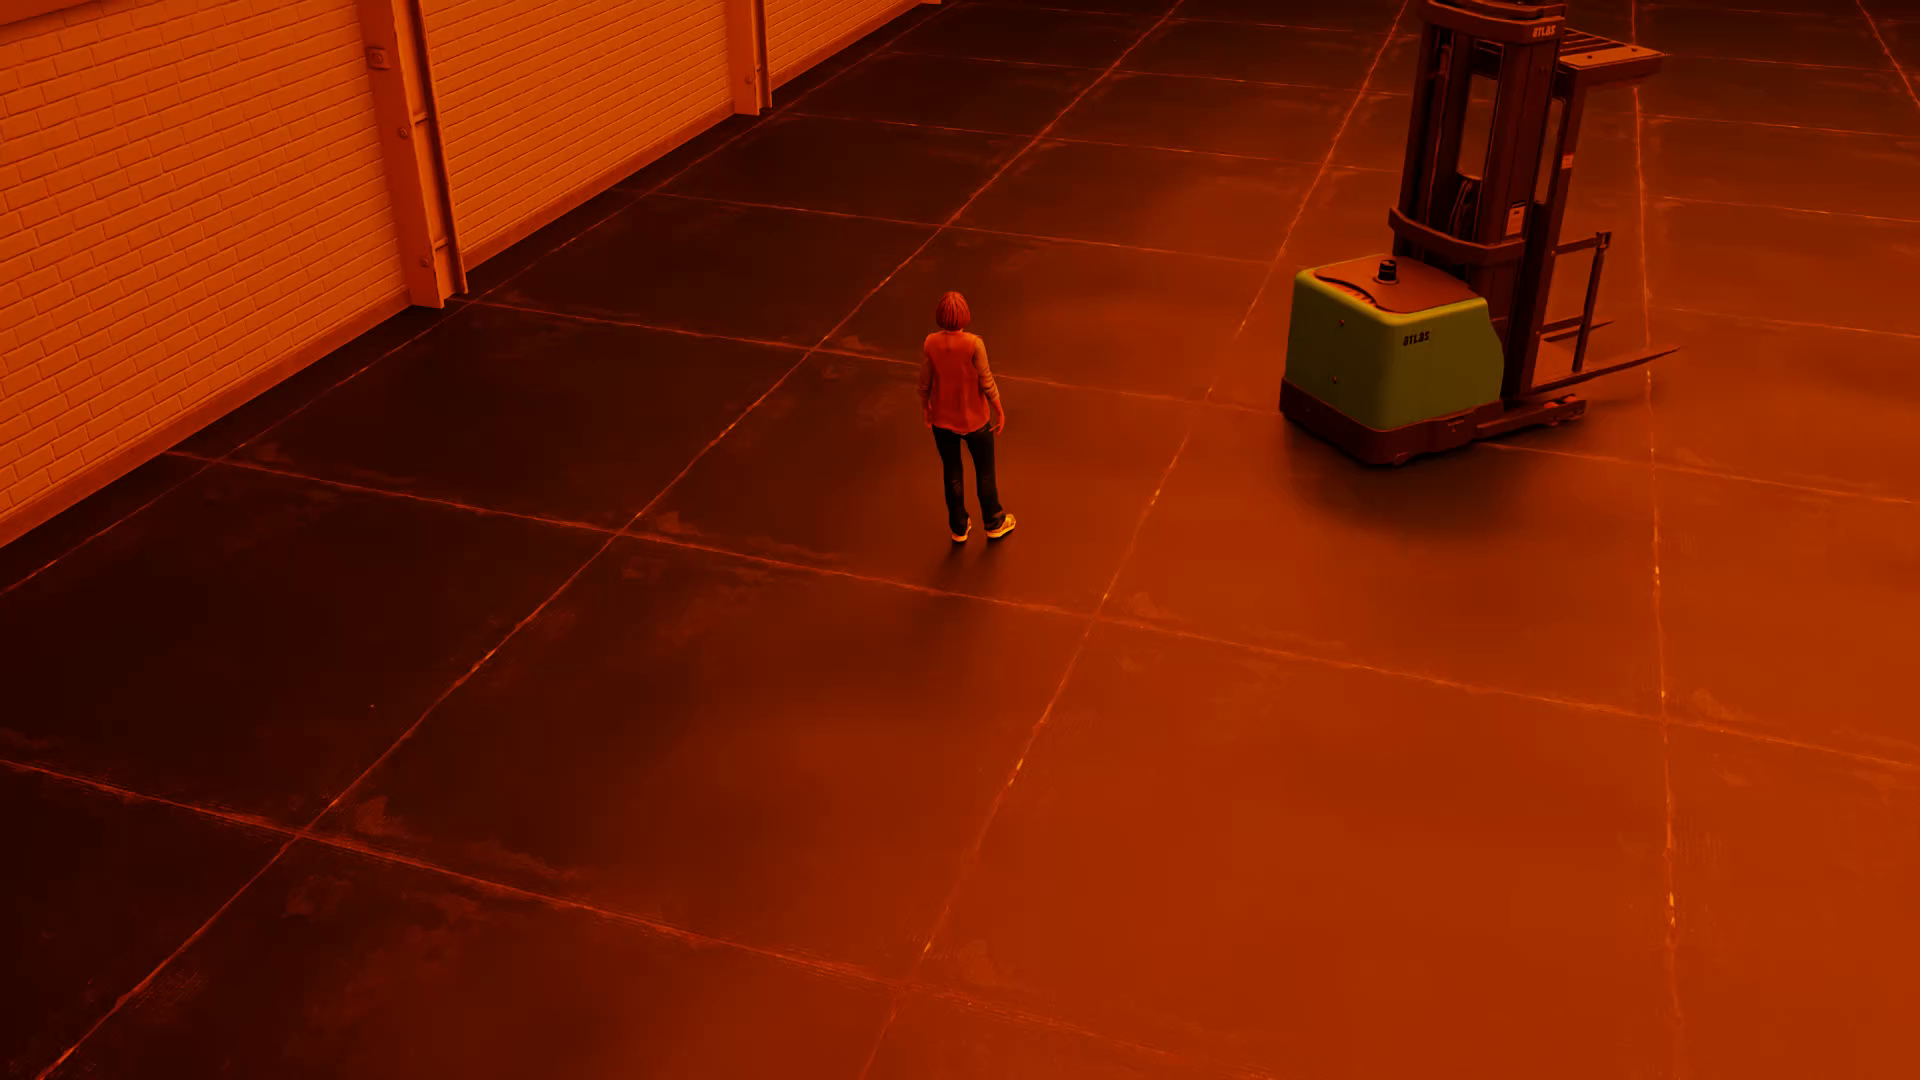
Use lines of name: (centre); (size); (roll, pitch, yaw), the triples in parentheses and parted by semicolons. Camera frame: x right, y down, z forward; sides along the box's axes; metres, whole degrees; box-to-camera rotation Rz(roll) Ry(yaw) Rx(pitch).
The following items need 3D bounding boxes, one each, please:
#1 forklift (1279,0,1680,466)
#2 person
forklift: (3.758, -2.271, 11.120); (3.031, 2.935, 1.130); (-15, 33, -25)
person: (0.041, -0.732, 9.754); (0.514, 1.599, 0.473); (10, 31, 16)
